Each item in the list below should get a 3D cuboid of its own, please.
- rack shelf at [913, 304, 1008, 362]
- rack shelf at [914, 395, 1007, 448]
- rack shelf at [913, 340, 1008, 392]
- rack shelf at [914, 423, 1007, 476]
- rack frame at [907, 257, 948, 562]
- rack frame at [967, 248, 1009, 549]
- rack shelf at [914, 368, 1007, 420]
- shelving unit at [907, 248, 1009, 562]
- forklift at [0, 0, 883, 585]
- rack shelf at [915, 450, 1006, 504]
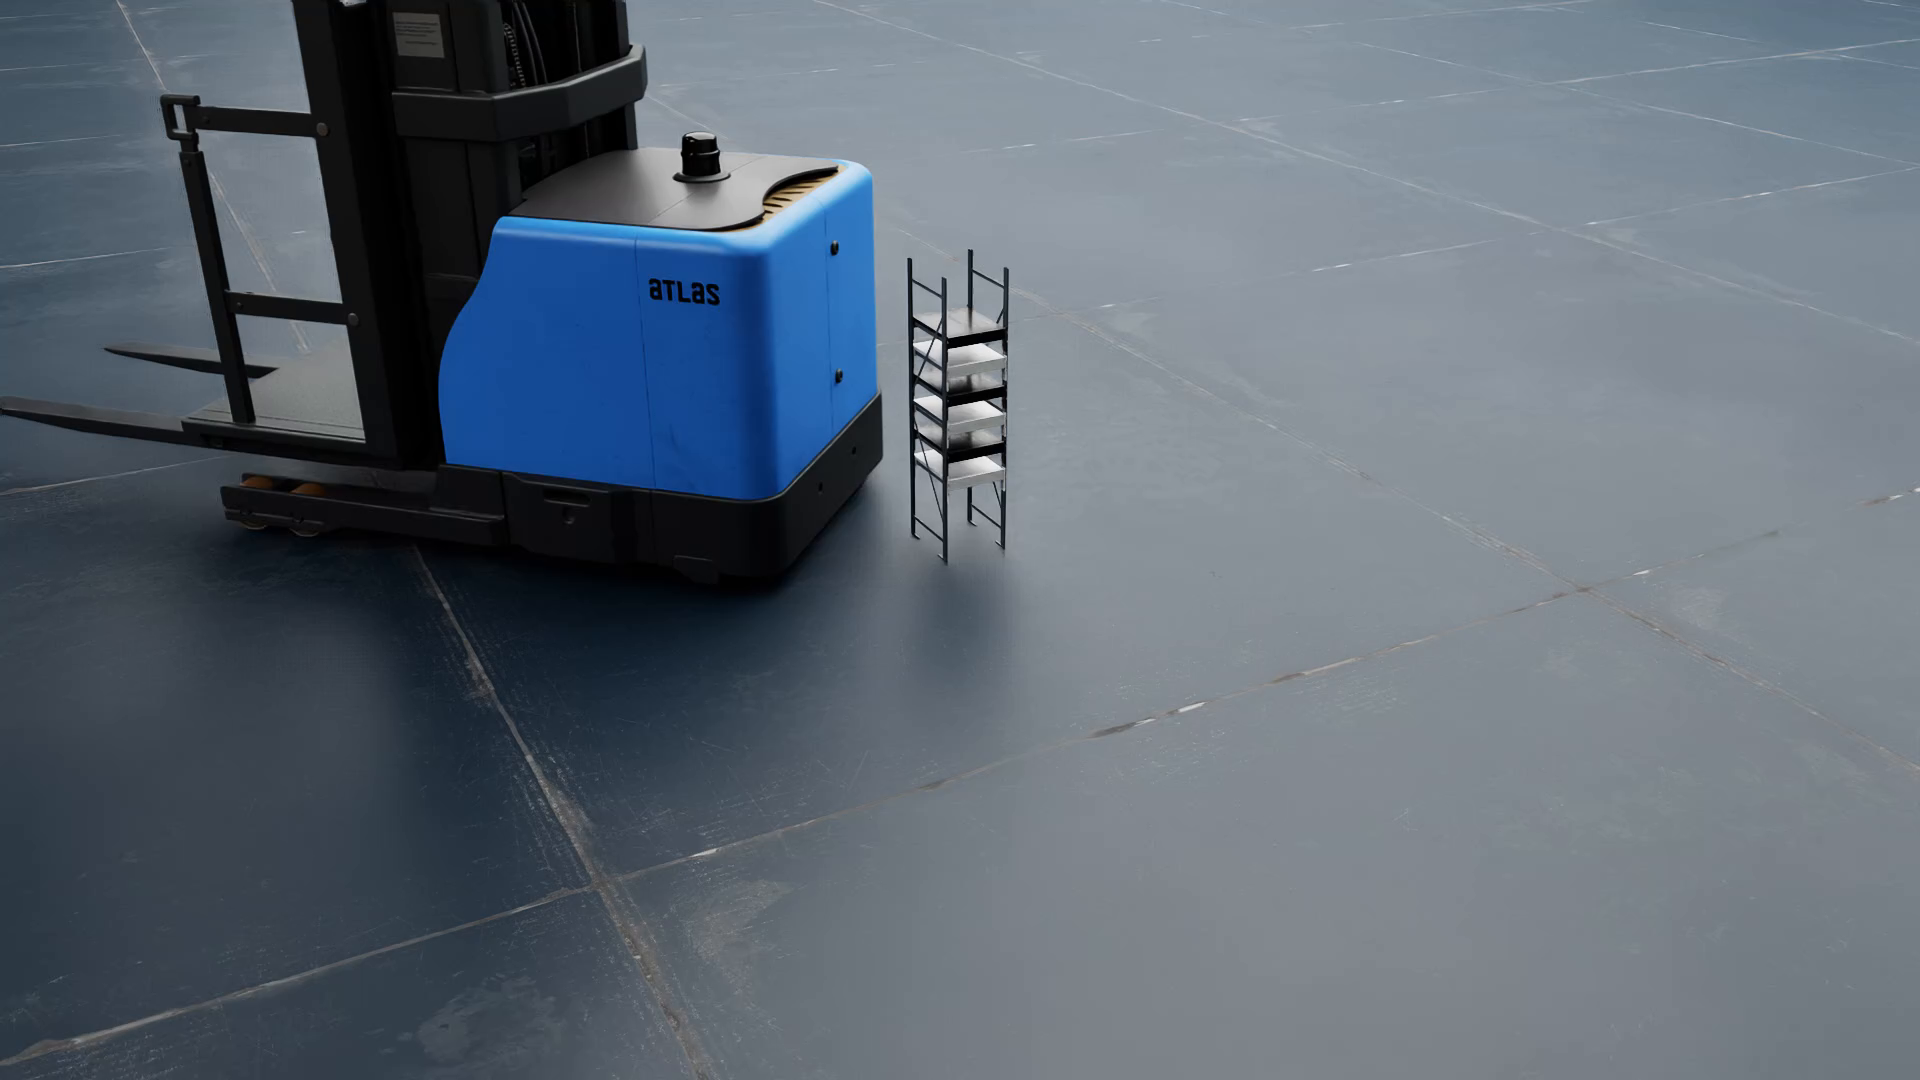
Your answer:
[{"bbox_3d":[-0.007,-0.617,4.949,0.200,0.077,0.258,-13,29,-25],"label":"rack shelf"},{"bbox_3d":[-0.007,-0.374,5.066,0.200,0.077,0.258,-13,29,-25],"label":"rack shelf"},{"bbox_3d":[-0.007,-0.536,4.988,0.200,0.077,0.258,-13,29,-25],"label":"rack shelf"},{"bbox_3d":[-0.007,-0.293,5.105,0.200,0.077,0.258,-13,29,-25],"label":"rack shelf"},{"bbox_3d":[-0.097,-0.383,5.009,0.006,0.900,0.240,-13,29,-25],"label":"rack frame"},{"bbox_3d":[0.083,-0.425,5.095,0.006,0.900,0.240,-13,29,-25],"label":"rack frame"},{"bbox_3d":[-0.007,-0.455,5.027,0.200,0.077,0.258,-13,29,-25],"label":"rack shelf"},{"bbox_3d":[-0.007,-0.404,5.052,0.210,0.900,0.258,-13,29,-25],"label":"shelving unit"},{"bbox_3d":[-1.838,-1.539,5.070,3.031,2.935,1.130,7,27,15],"label":"forklift"},{"bbox_3d":[-0.007,-0.212,5.144,0.200,0.077,0.258,-13,29,-25],"label":"rack shelf"}]
